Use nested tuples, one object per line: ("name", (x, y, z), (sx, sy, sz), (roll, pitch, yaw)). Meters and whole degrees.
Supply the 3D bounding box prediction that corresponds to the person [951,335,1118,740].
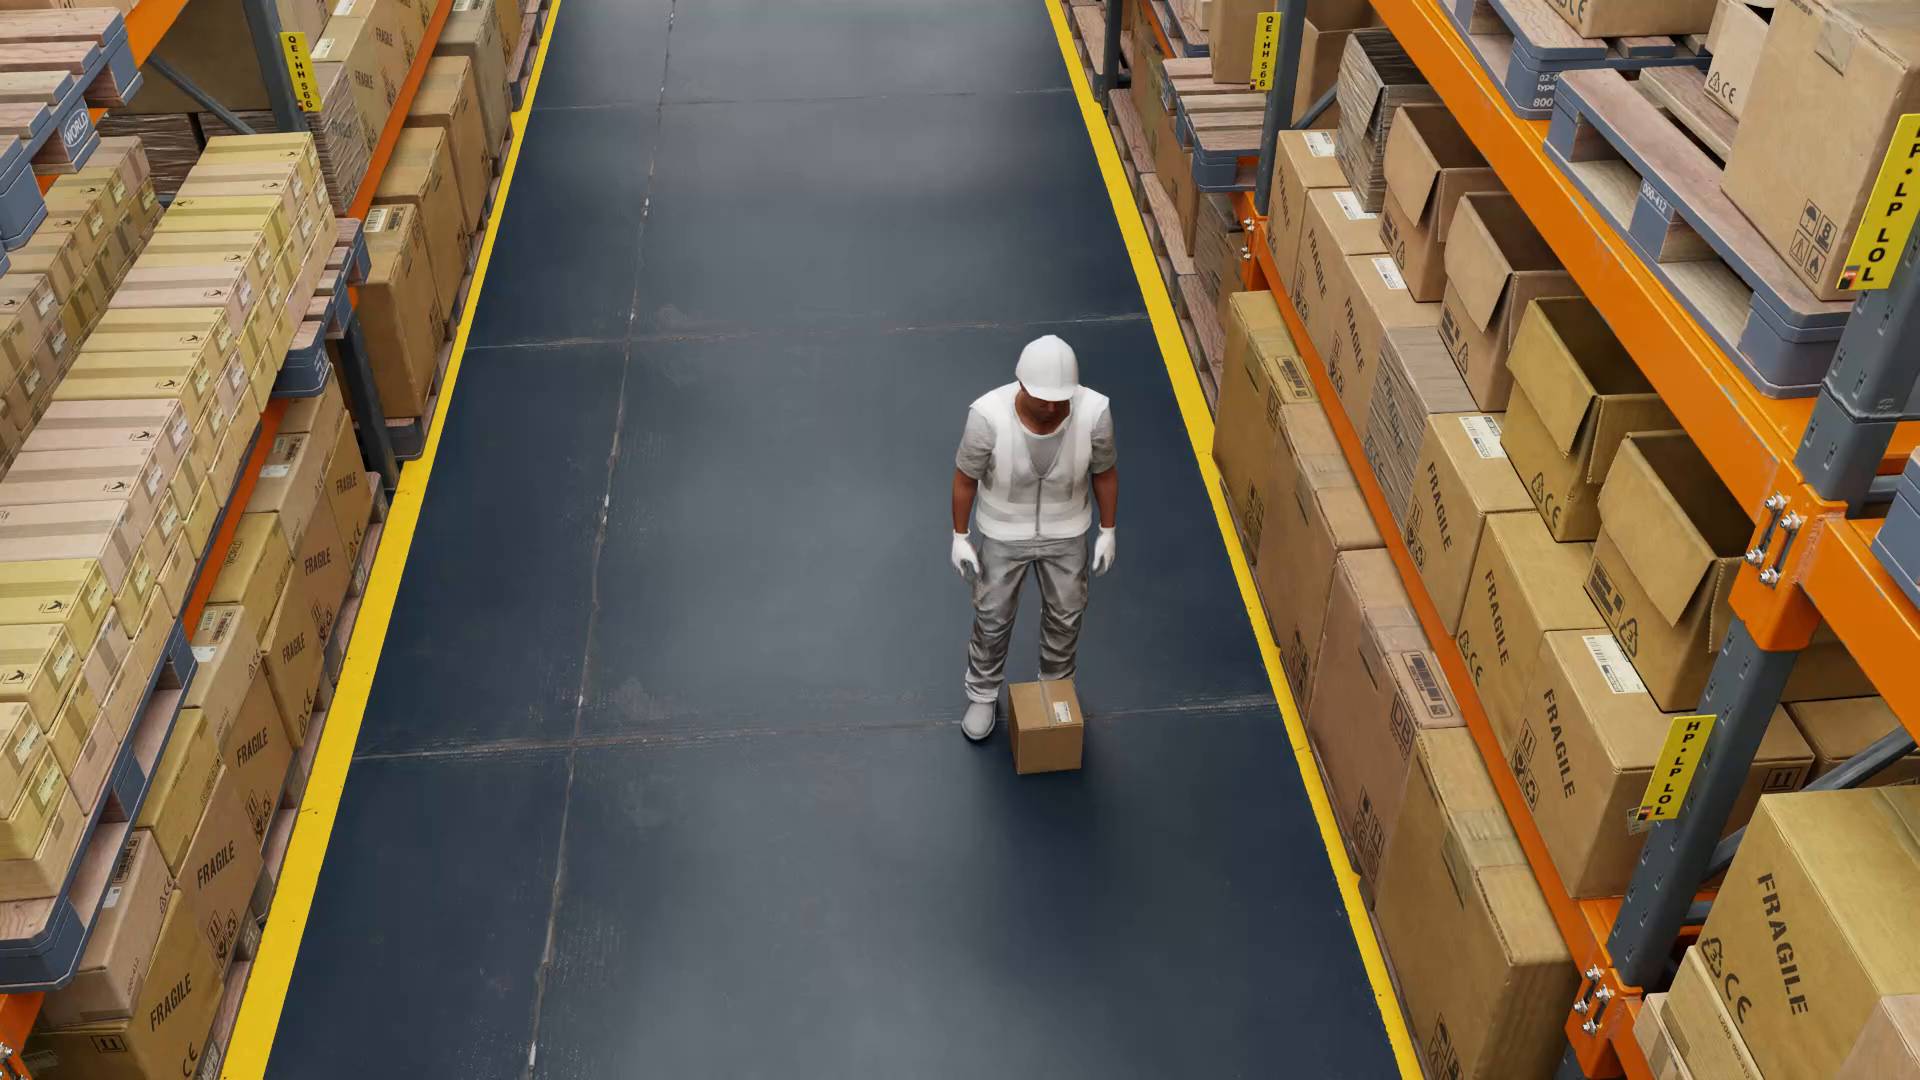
("person", (0.273, -0.011, 6.159), (0.619, 1.775, 0.446), (-3, 39, -4))
